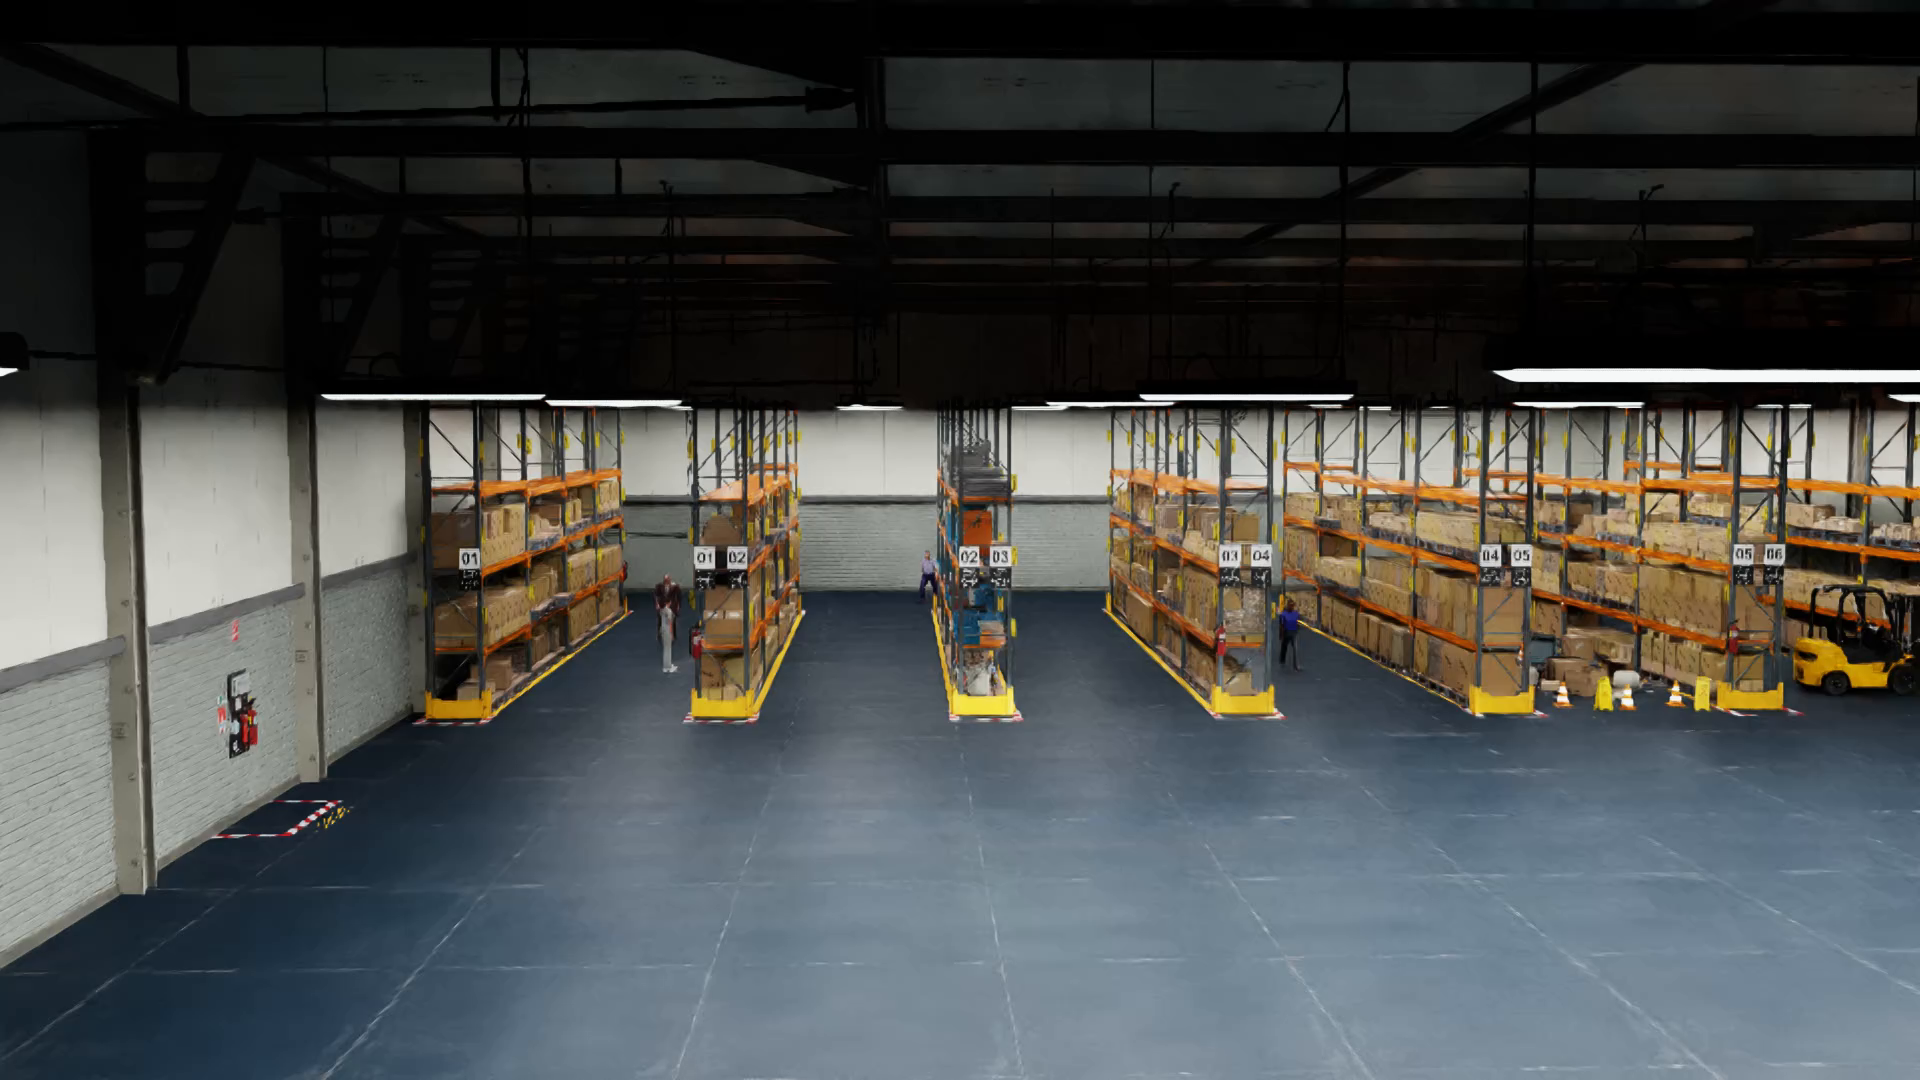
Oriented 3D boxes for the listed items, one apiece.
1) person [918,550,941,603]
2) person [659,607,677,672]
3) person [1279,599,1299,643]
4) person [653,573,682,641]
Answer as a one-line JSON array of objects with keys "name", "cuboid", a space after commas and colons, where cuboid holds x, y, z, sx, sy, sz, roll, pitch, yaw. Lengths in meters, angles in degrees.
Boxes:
[{"name": "person", "cuboid": [-0.902, 1.083, 49.833, 0.531, 1.584, 0.945, 2, 5, 19]}, {"name": "person", "cuboid": [-6.406, 2.169, 36.629, 0.434, 1.424, 0.465, -3, 5, -33]}, {"name": "person", "cuboid": [7.288, 1.790, 36.775, 0.447, 0.996, 0.373, 0, 4, 1]}, {"name": "person", "cuboid": [-7.282, 1.665, 41.407, 0.729, 1.733, 0.546, 0, 4, -4]}]
